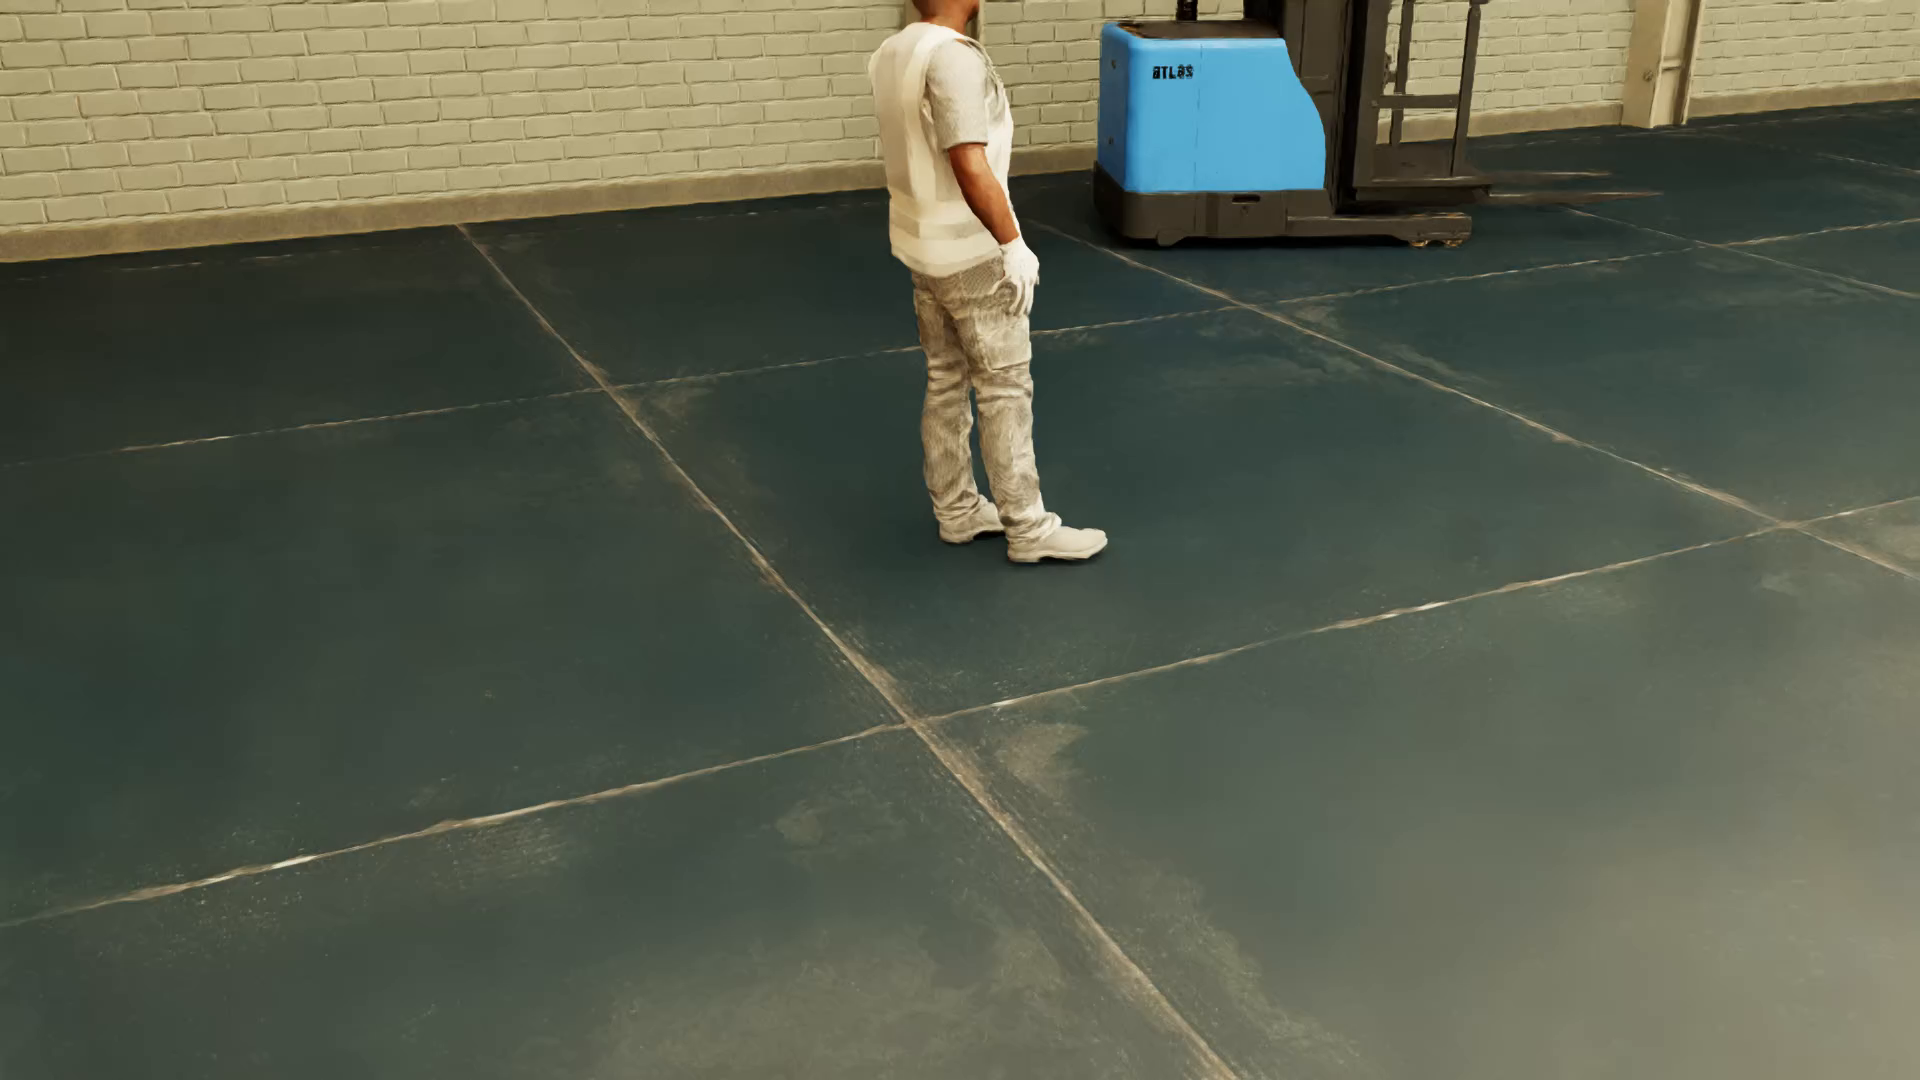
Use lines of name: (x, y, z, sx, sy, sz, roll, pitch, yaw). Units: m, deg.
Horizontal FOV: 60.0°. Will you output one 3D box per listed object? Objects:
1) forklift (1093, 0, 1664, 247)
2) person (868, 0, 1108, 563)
forklift: (2.315, -3.121, 8.799, 3.031, 2.935, 1.130, -2, 23, -5)
person: (0.069, -0.836, 4.785, 0.576, 1.777, 0.655, -10, 25, -23)
